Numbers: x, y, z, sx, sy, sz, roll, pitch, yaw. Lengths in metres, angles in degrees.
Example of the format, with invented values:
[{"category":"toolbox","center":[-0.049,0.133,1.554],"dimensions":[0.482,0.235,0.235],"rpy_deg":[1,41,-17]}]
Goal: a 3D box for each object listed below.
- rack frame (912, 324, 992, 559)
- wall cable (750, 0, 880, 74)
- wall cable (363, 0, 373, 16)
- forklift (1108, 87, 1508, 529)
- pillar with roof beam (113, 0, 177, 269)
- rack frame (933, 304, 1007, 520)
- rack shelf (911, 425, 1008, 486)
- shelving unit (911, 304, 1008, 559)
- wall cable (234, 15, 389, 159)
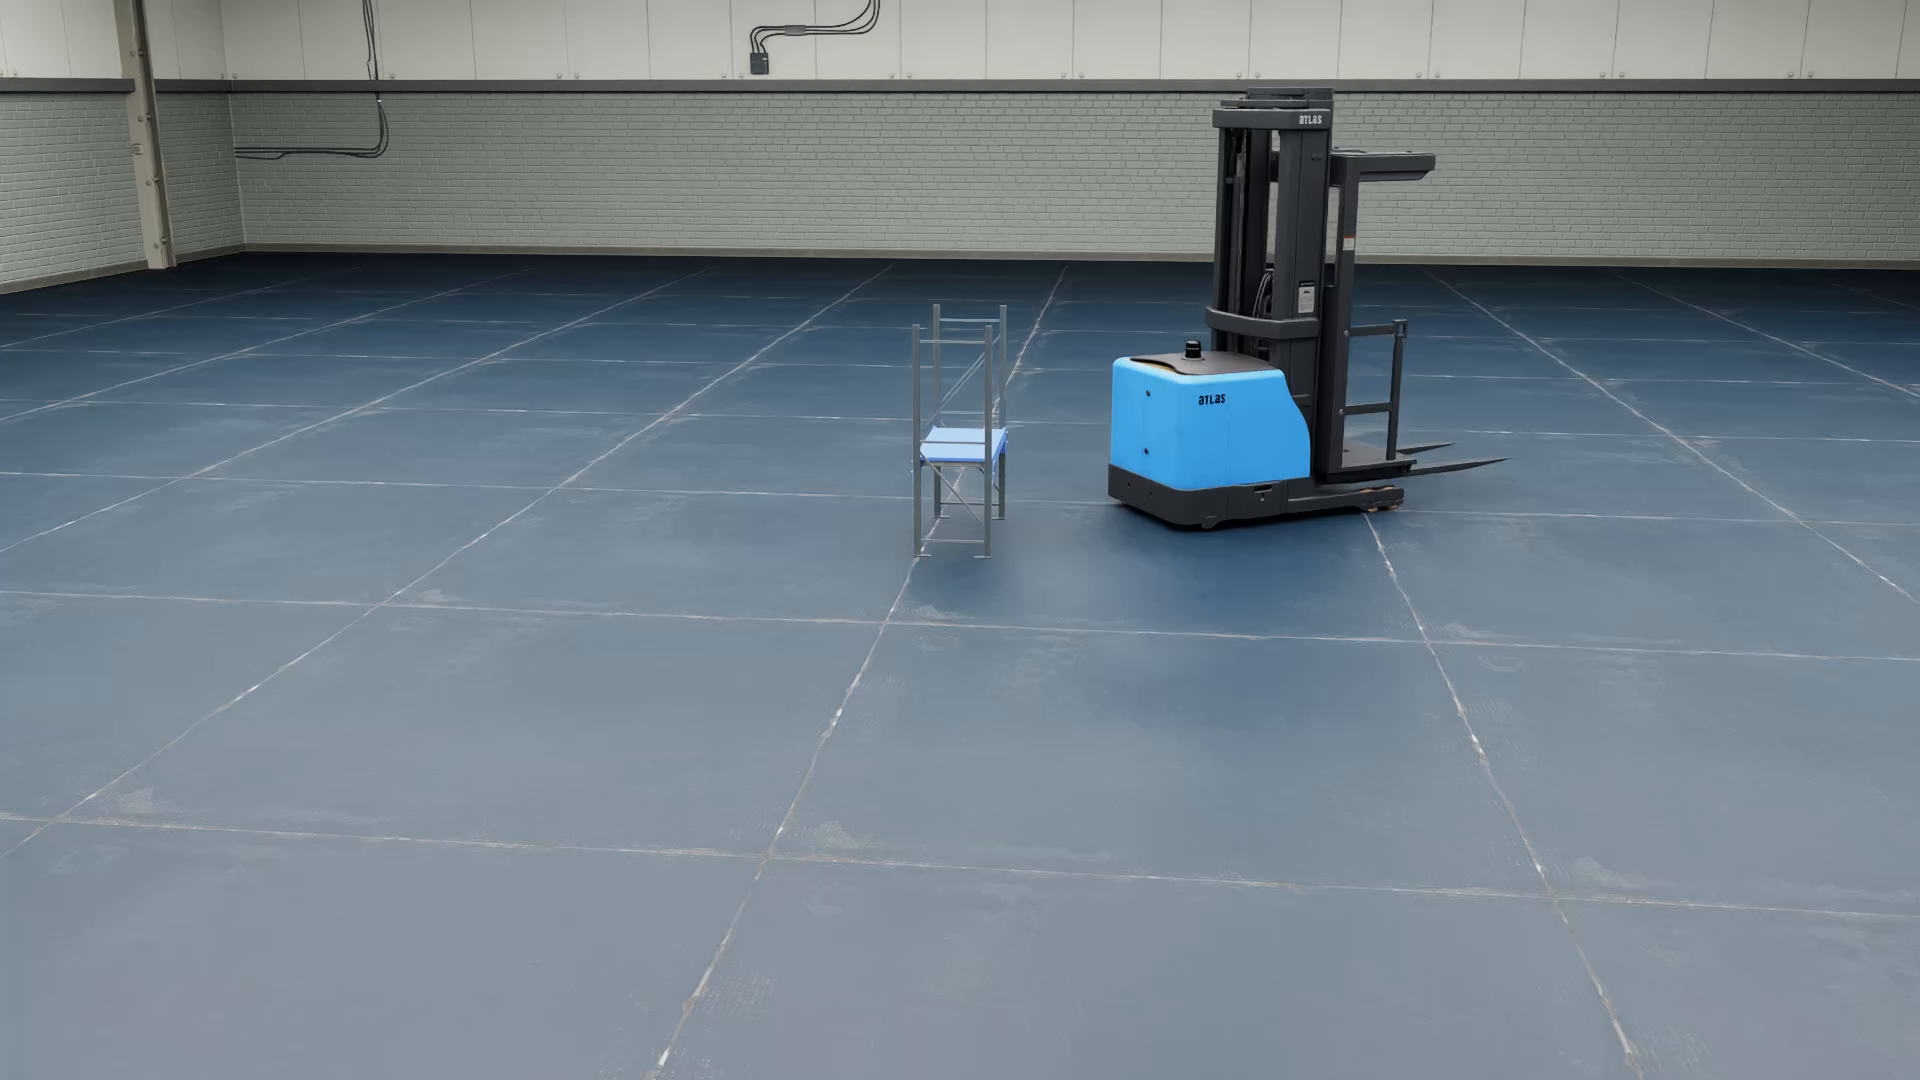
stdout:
[{"category":"rack frame","center":[-0.048,-0.614,10.561],"dimensions":[0.500,1.500,0.032],"rpy_deg":[2,15,6]},{"category":"wall cable","center":[-2.533,-11.075,28.366],"dimensions":[2.305,6.003,0.169],"rpy_deg":[2,15,6]},{"category":"wall cable","center":[-9.276,-10.577,29.311],"dimensions":[3.097,2.526,0.112],"rpy_deg":[2,15,6]},{"category":"forklift","center":[2.635,-1.729,11.941],"dimensions":[3.031,2.935,1.130],"rpy_deg":[-7,17,-24]},{"category":"pillar with roof beam","center":[-9.332,-8.865,26.709],"dimensions":[9.100,9.000,0.400],"rpy_deg":[2,15,6]},{"category":"rack frame","center":[0.067,-0.878,11.536],"dimensions":[0.500,1.500,0.032],"rpy_deg":[2,15,6]},{"category":"rack shelf","center":[0.010,-0.572,11.095],"dimensions":[0.538,0.185,1.000],"rpy_deg":[2,15,6]},{"category":"shelving unit","center":[0.010,-0.746,11.048],"dimensions":[0.538,1.500,1.048],"rpy_deg":[2,15,6]},{"category":"wall cable","center":[-11.964,-8.218,30.265],"dimensions":[3.097,2.526,0.112],"rpy_deg":[2,15,6]}]
